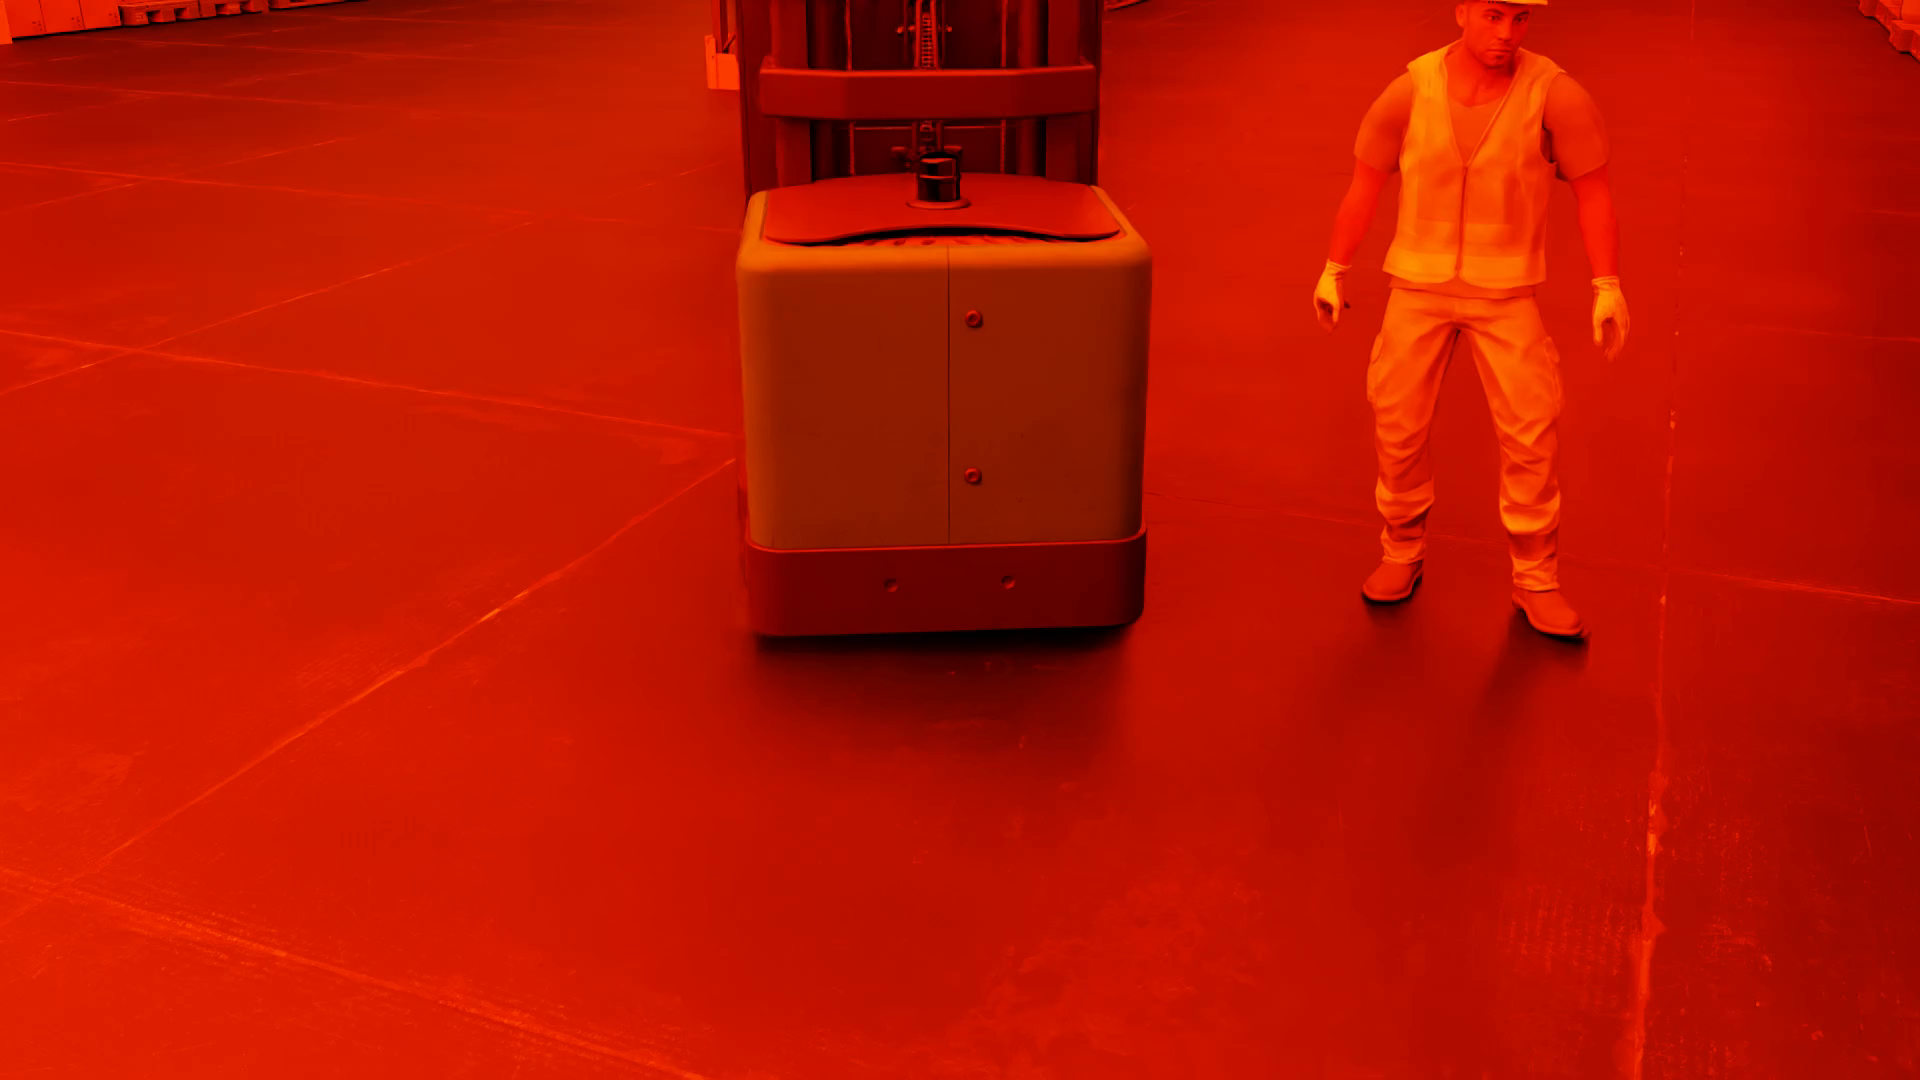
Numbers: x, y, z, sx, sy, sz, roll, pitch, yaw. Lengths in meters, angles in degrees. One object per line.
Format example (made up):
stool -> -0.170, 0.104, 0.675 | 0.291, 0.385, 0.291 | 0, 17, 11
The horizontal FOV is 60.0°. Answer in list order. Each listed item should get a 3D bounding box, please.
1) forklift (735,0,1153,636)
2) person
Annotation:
forklift -> -0.139, -1.630, 5.192 | 1.130, 2.935, 3.031 | -2, 23, -4
person -> 1.323, -0.639, 4.350 | 0.819, 1.753, 0.423 | 8, 24, 19
